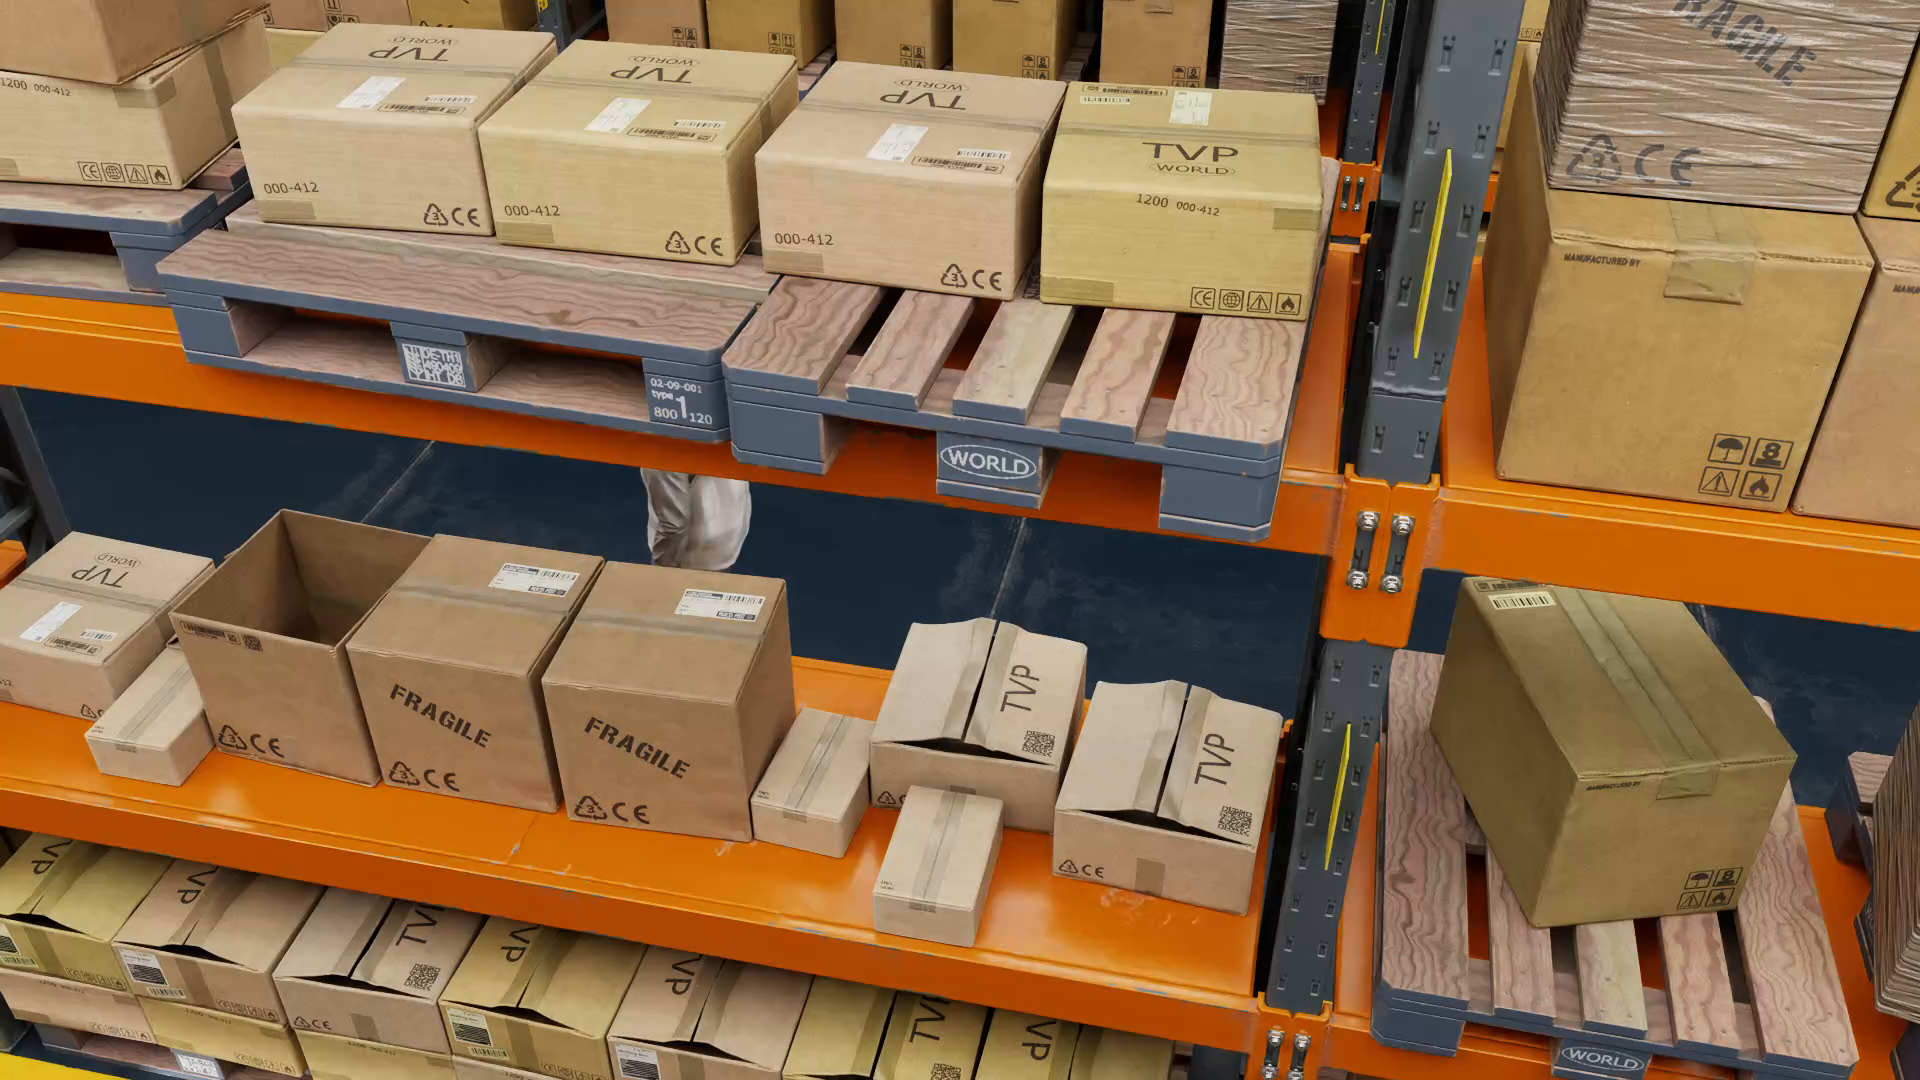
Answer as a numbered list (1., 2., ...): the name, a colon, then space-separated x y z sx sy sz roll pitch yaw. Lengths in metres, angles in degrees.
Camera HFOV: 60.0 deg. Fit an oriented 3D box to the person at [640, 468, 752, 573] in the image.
1. person: -1.001 -0.017 6.148 0.458 1.773 0.593 6 37 8
